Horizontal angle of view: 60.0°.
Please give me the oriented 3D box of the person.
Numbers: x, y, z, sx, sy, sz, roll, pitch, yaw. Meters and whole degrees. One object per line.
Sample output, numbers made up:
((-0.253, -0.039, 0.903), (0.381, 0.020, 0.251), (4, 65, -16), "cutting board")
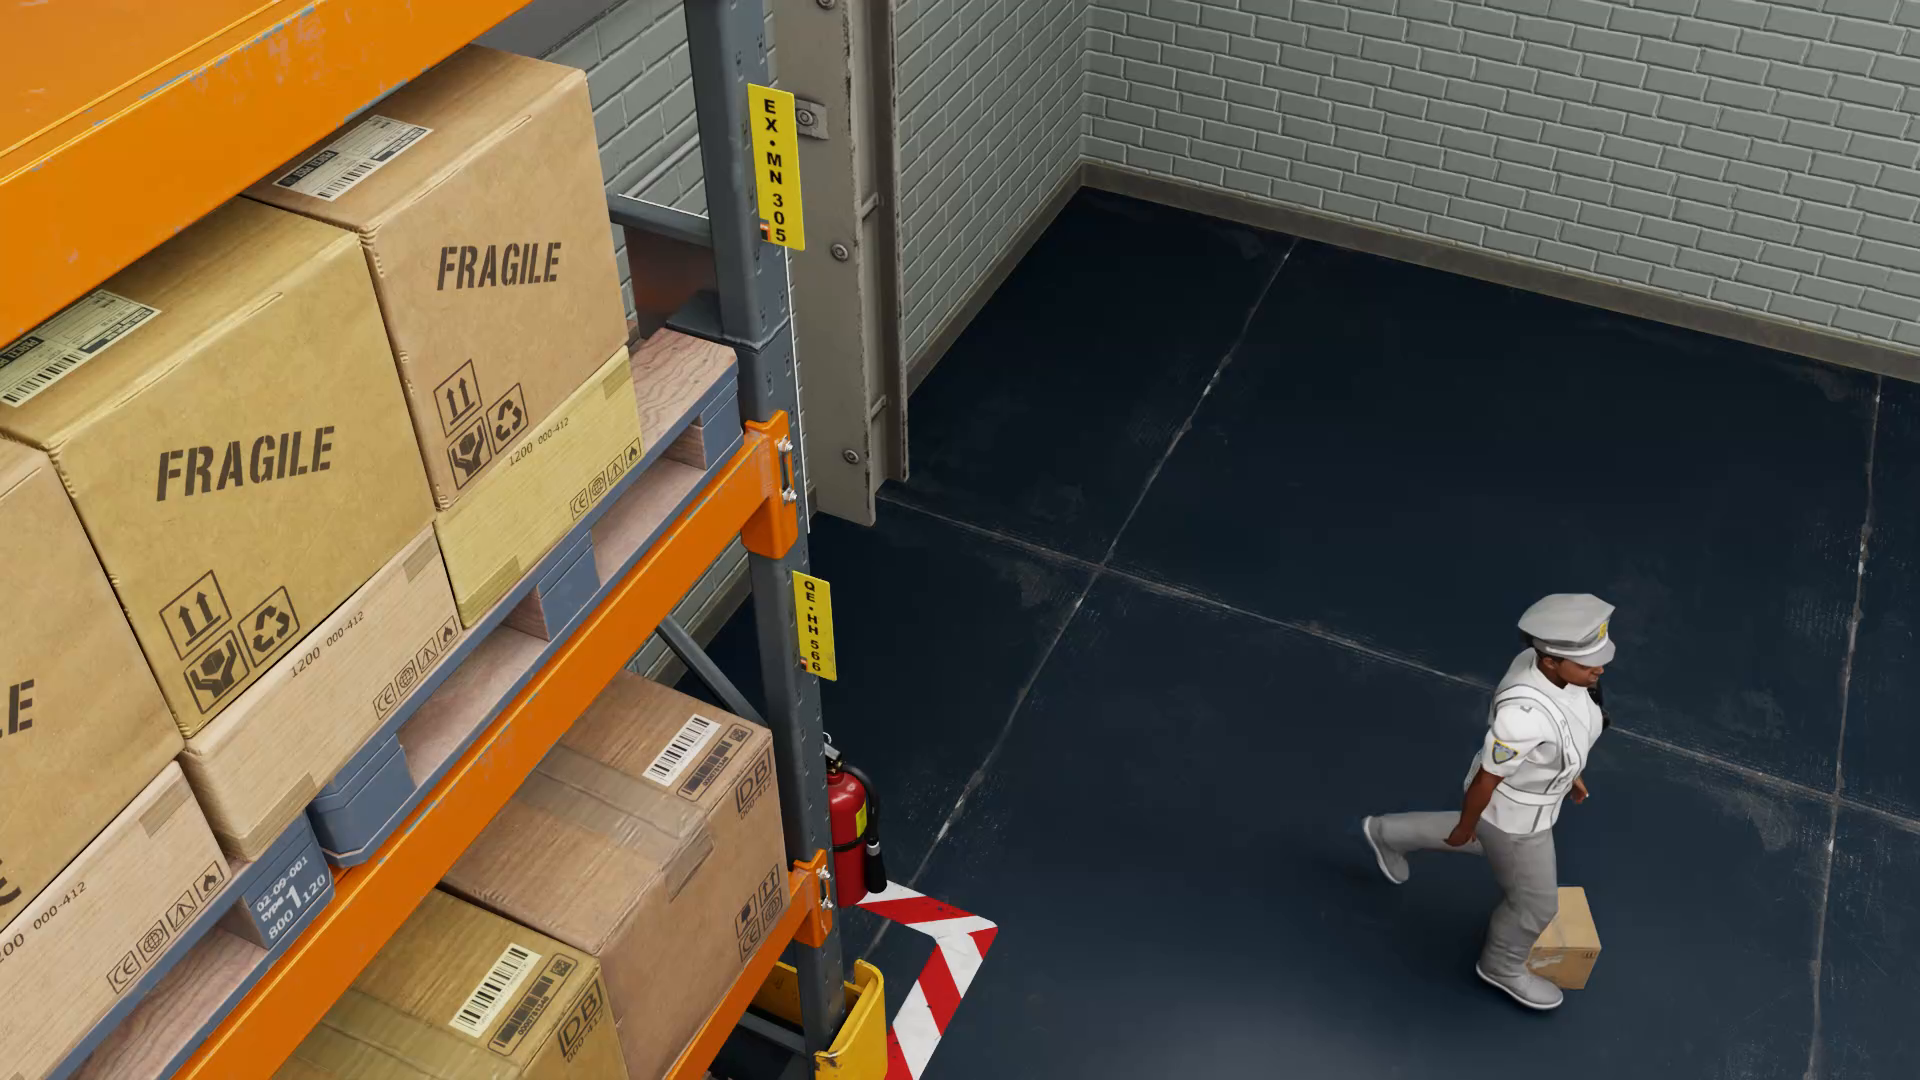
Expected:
((3.191, 4.919, 0.588), (9.857, 1.806, 9.553), (23, 47, 23), "person")
